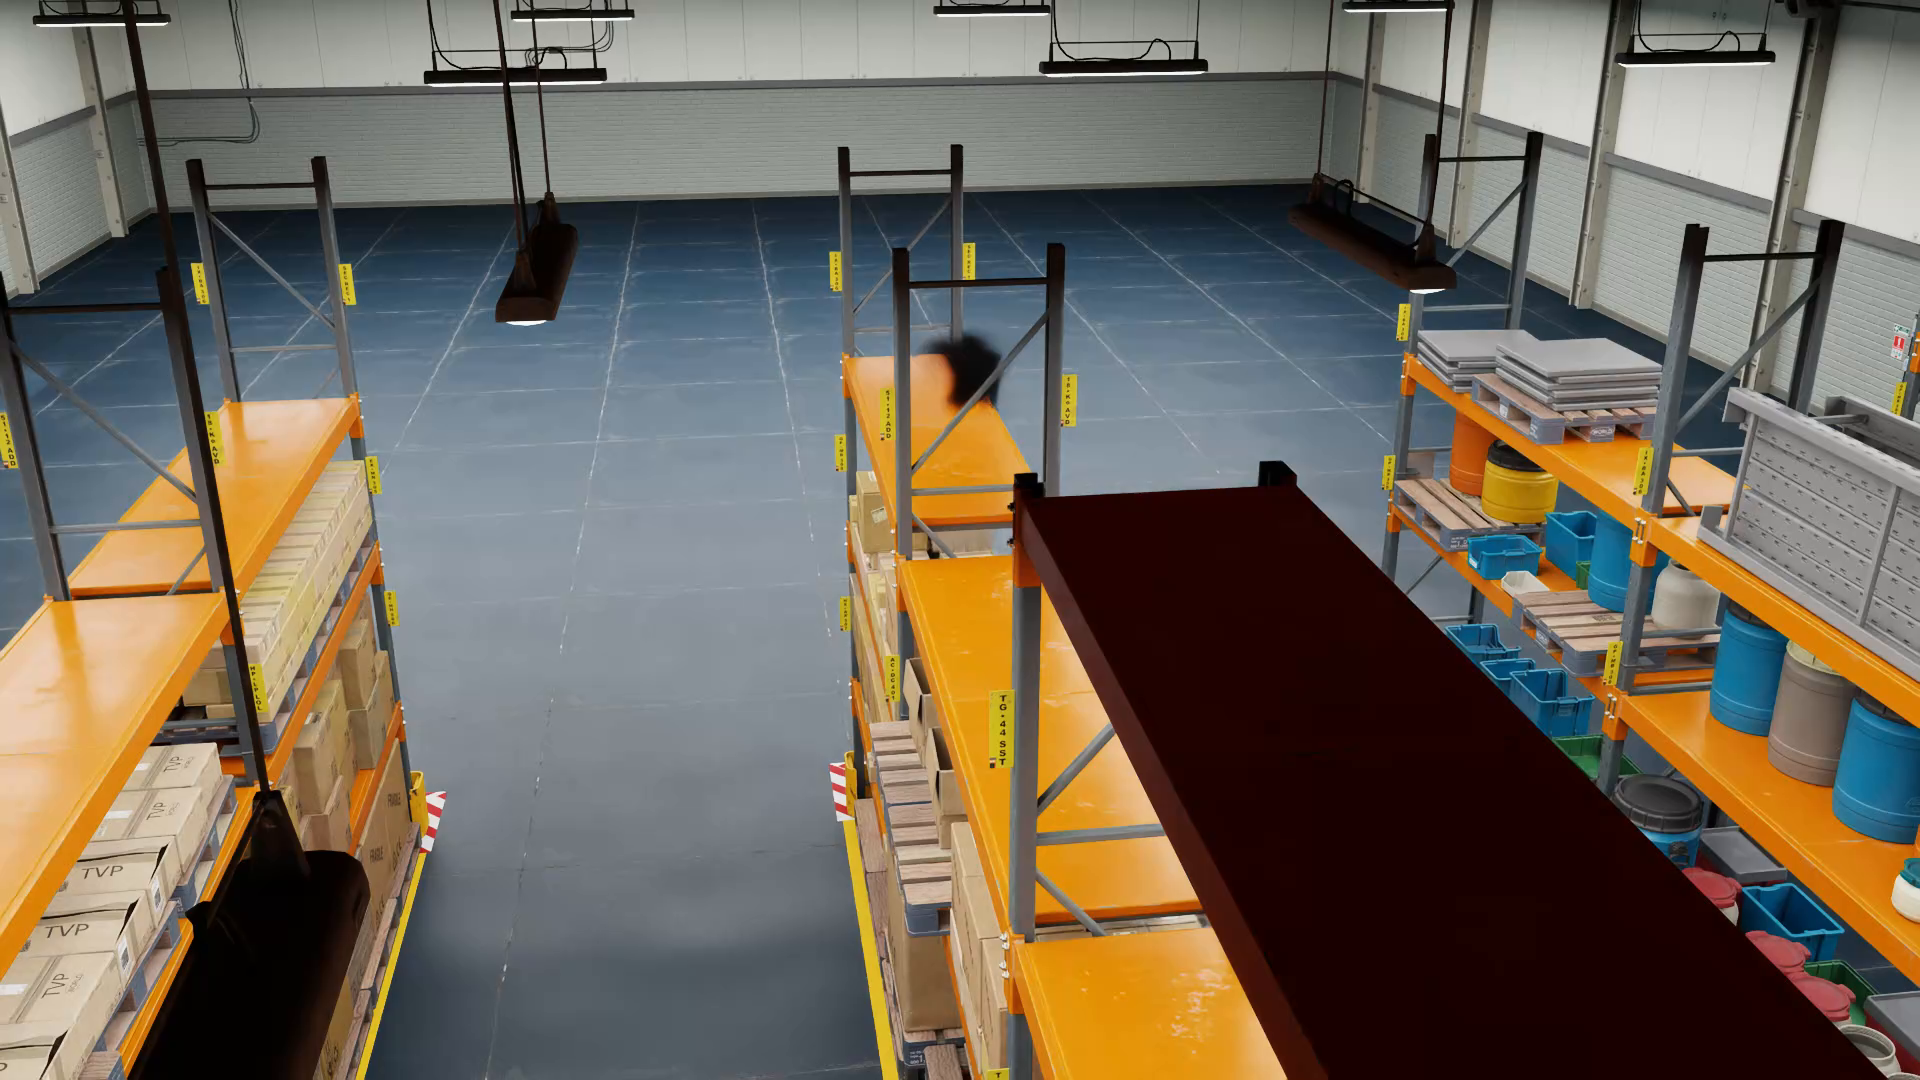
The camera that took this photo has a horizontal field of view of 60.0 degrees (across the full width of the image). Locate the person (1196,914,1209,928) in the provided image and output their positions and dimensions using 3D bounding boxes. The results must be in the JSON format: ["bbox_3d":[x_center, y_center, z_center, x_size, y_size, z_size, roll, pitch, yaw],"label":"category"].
[{"bbox_3d":[1.666,2.733,12.417,0.654,1.698,0.654,-5,22,-13],"label":"person"}]
